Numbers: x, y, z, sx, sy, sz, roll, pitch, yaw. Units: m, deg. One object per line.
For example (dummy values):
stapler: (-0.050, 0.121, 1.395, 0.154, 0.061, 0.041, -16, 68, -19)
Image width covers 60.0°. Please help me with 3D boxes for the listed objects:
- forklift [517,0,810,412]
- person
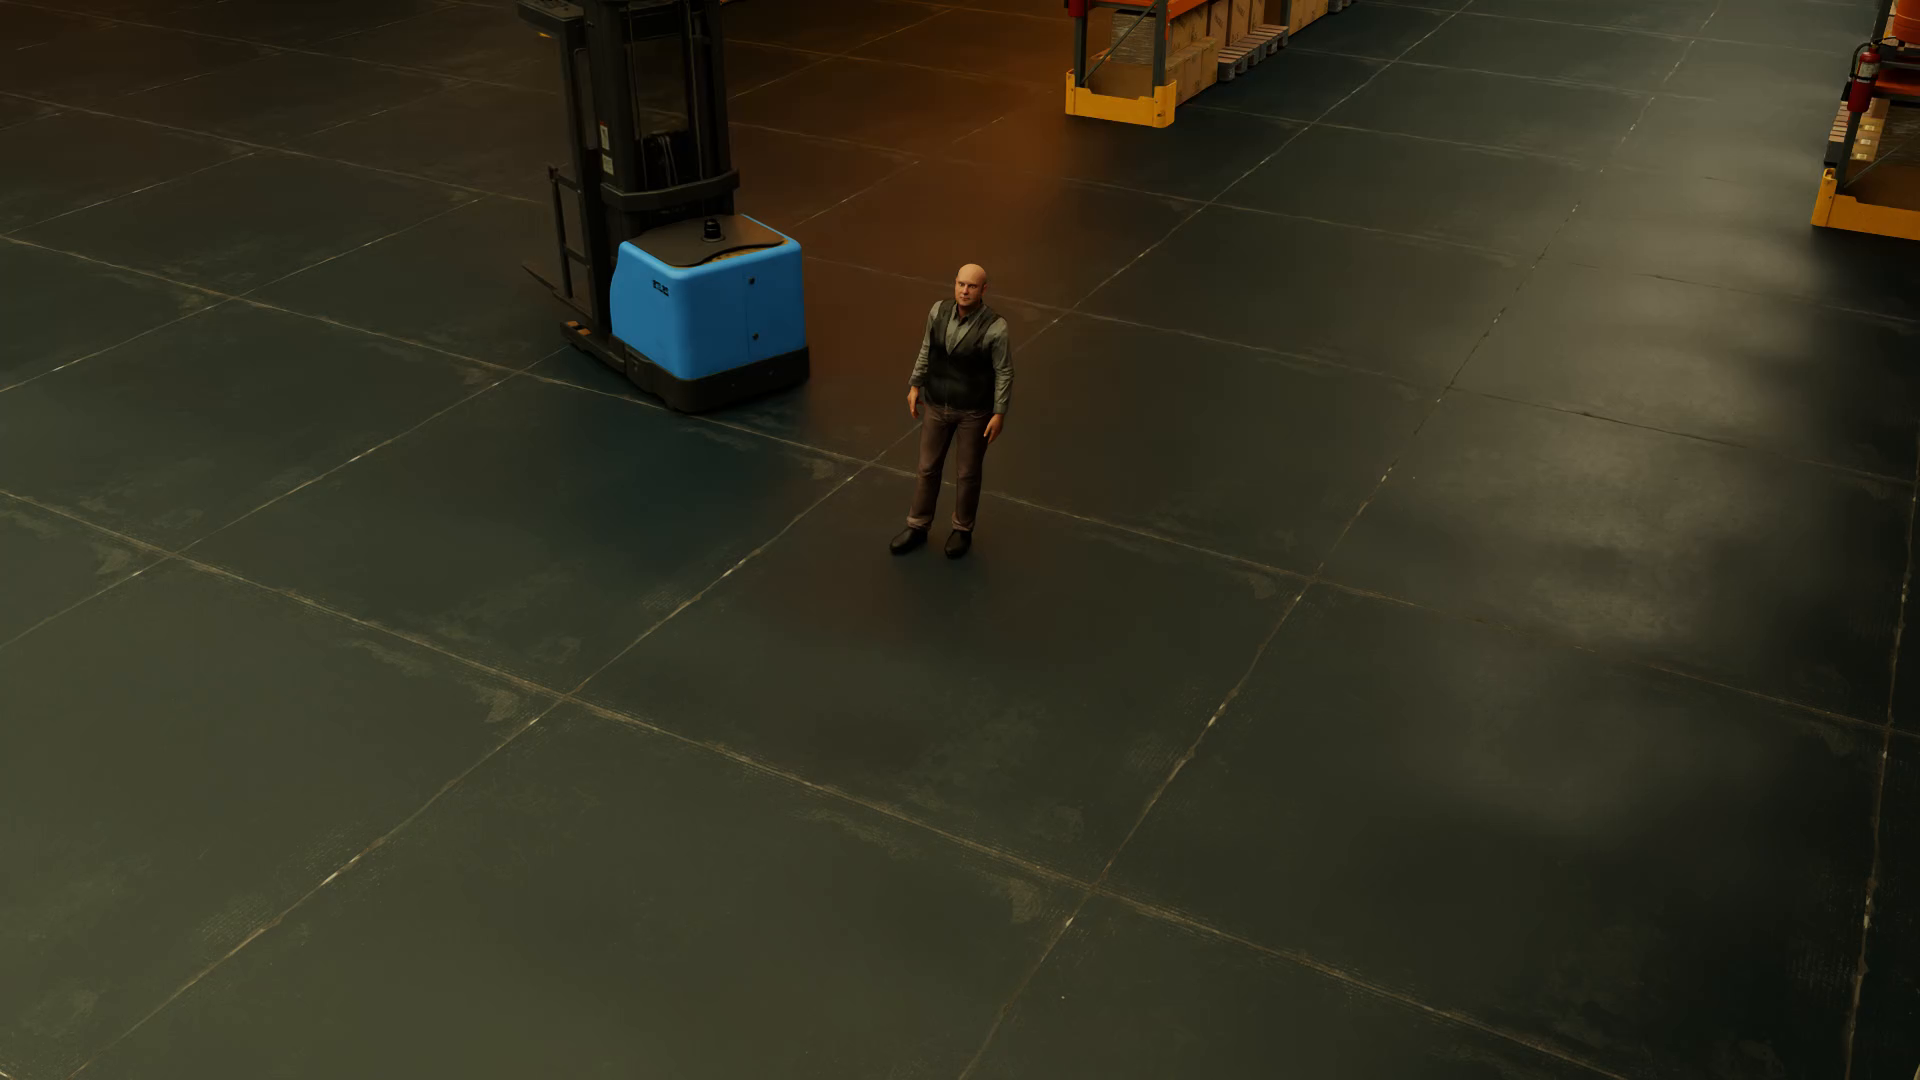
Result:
forklift: (-2.366, -2.817, 11.952, 1.130, 2.935, 3.031, -21, 36, -32)
person: (-0.037, -0.726, 9.524, 0.634, 1.722, 0.566, 15, 33, 25)
